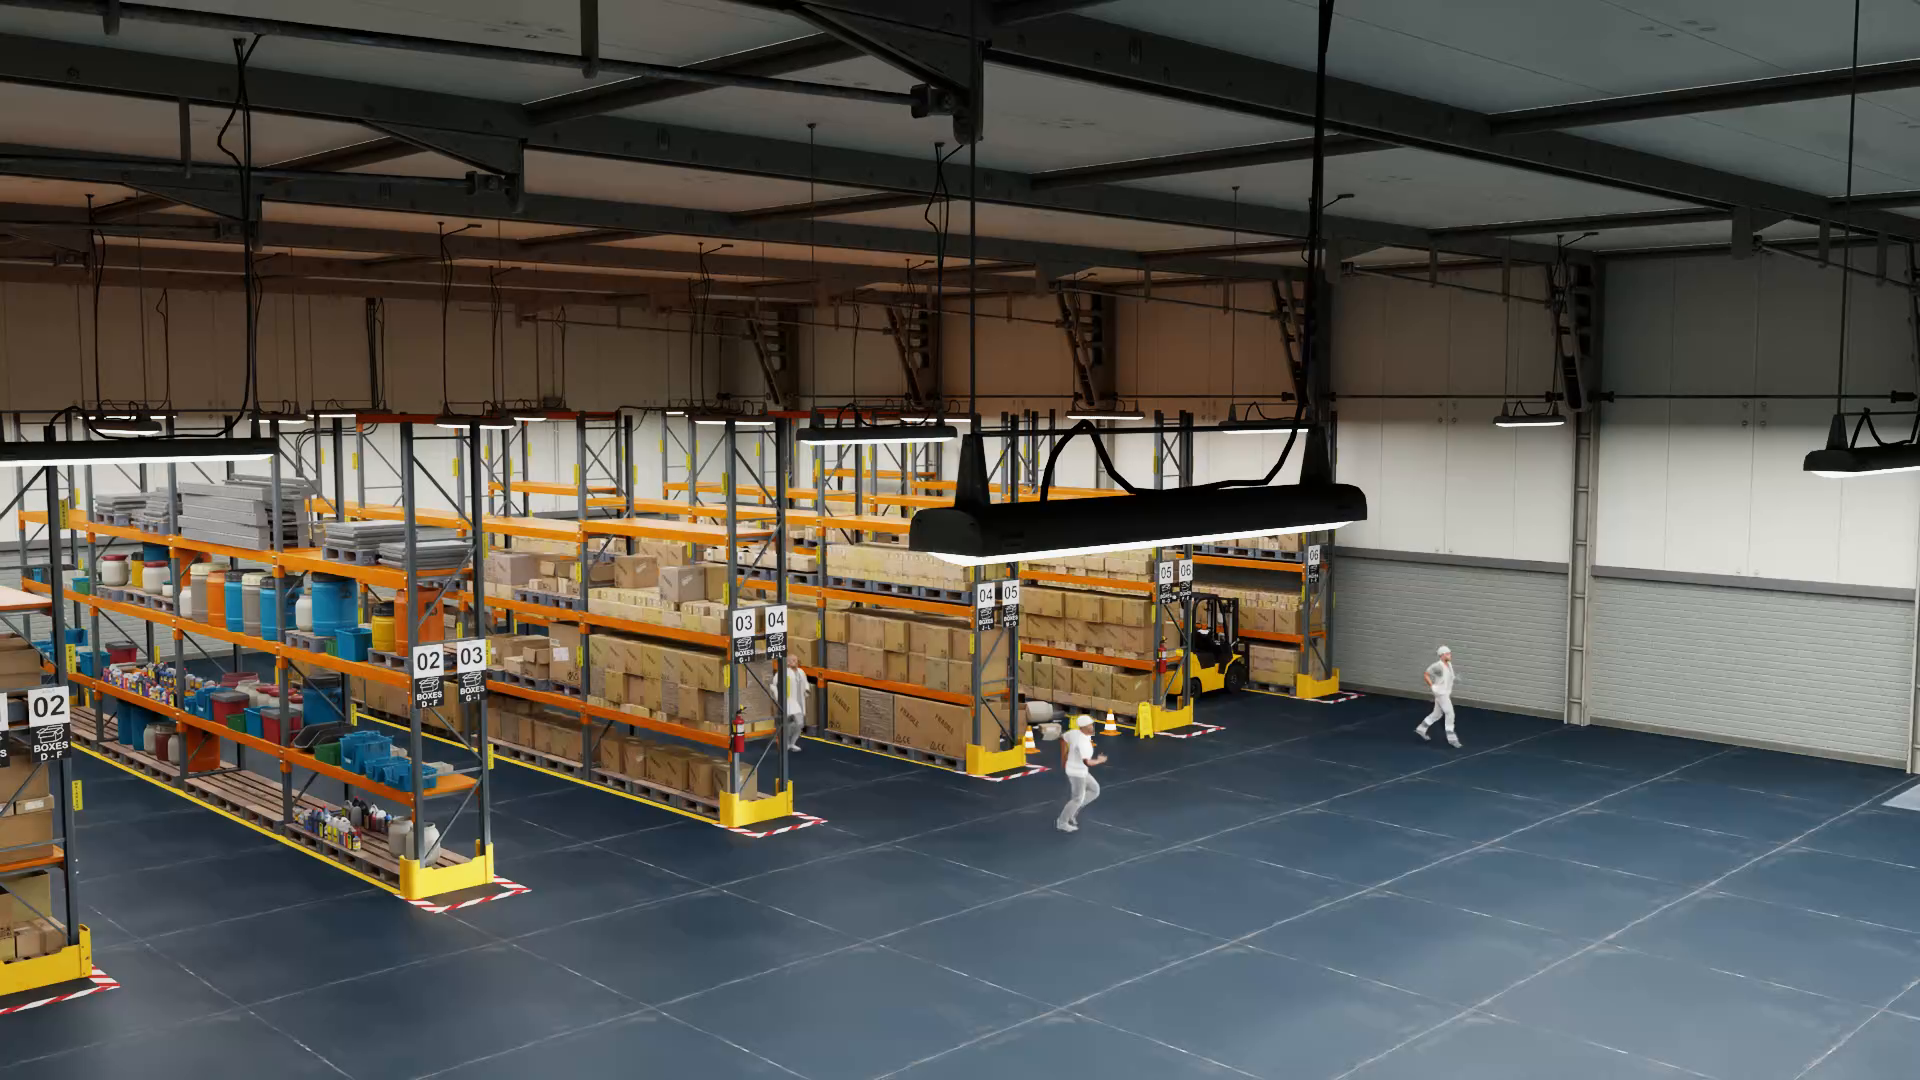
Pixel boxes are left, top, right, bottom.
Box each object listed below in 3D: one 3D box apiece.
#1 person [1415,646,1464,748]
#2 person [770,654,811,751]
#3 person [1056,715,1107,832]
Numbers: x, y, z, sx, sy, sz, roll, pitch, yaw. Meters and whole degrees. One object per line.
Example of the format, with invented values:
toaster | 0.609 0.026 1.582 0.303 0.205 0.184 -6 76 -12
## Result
person | 8.730 2.816 30.143 0.912 1.817 0.629 3 6 33
person | -2.913 2.899 29.491 0.638 1.737 0.704 5 7 42
person | 1.762 3.369 24.087 0.721 1.708 0.743 0 5 -4
